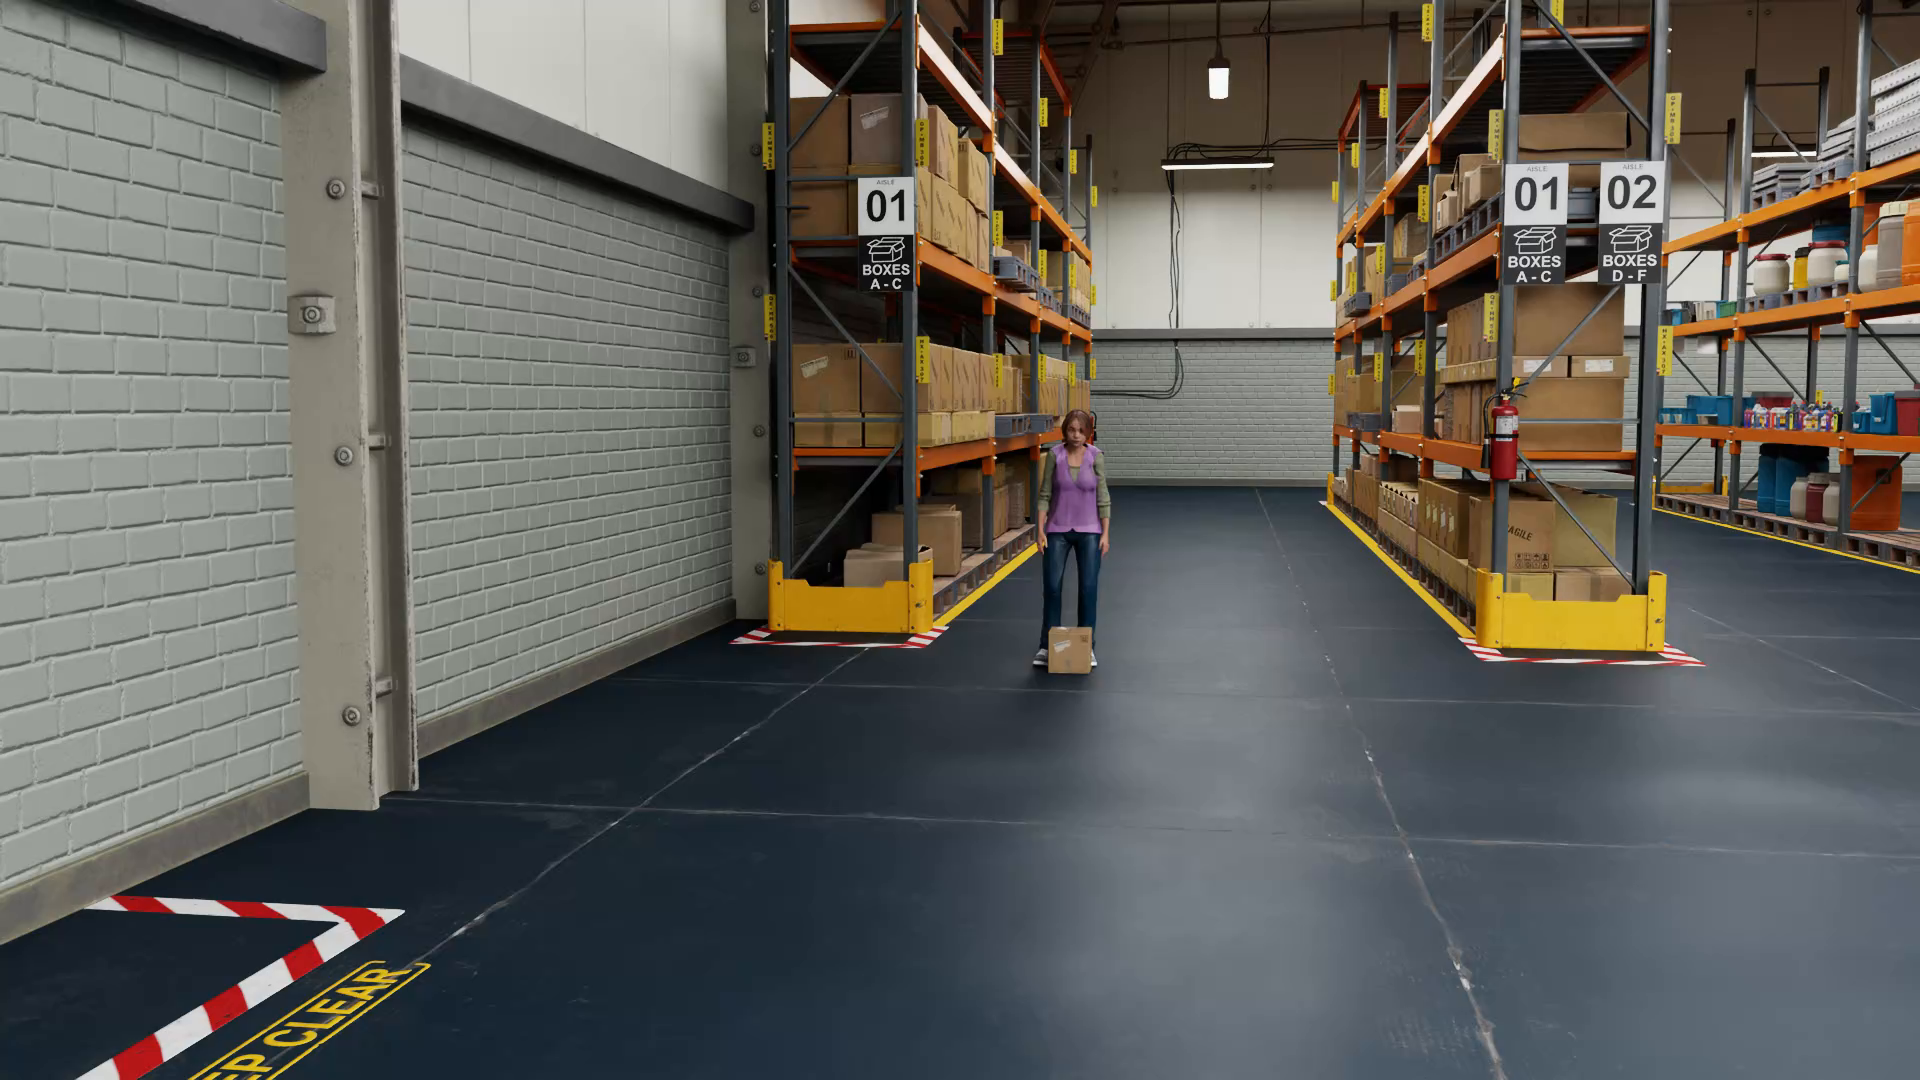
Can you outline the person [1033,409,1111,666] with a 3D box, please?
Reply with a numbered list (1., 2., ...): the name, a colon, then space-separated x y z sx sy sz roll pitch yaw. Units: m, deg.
1. person: 0.699 -0.016 10.336 0.474 1.591 0.346 0 5 6
